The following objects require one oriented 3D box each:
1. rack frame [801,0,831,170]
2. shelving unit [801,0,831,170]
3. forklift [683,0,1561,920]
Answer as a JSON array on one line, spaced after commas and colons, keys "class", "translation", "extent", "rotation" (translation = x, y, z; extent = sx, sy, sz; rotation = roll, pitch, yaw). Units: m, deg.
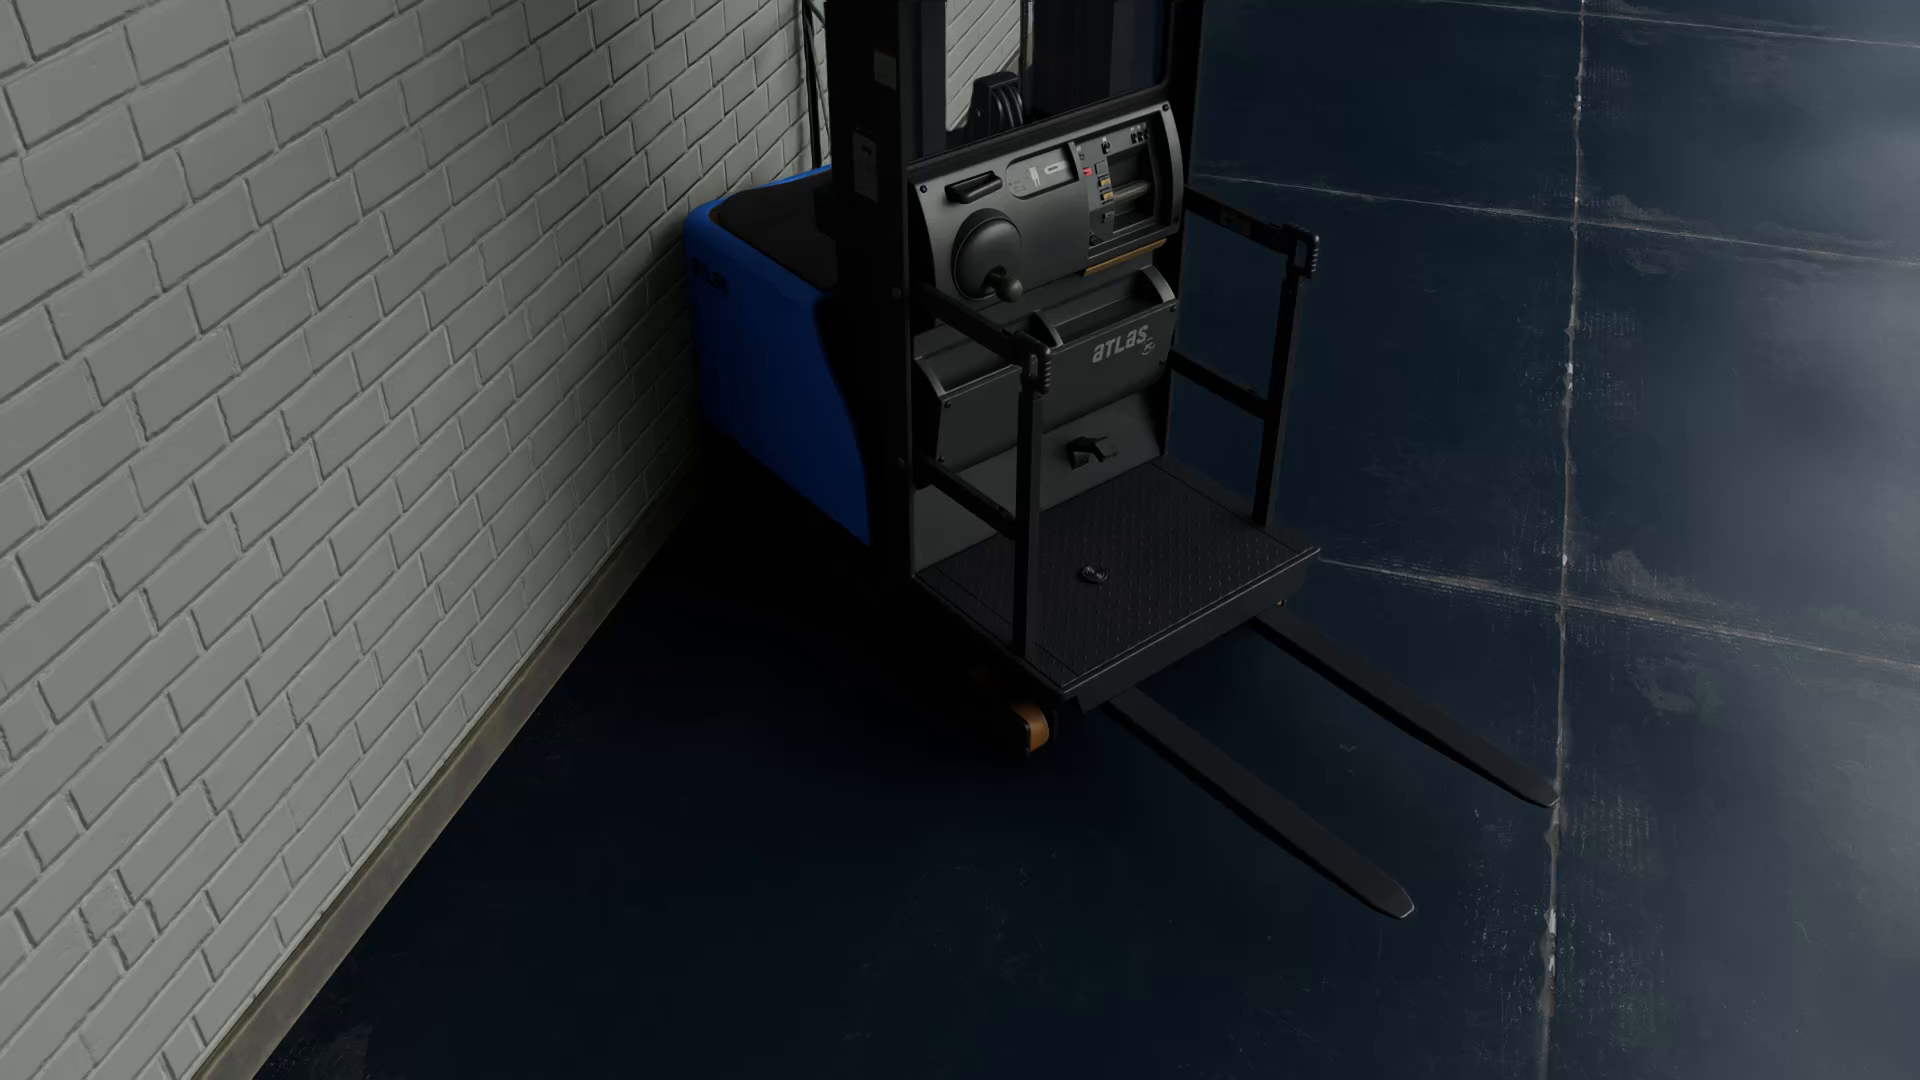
[{"class": "rack frame", "translation": [-0.488, -1.313, 6.236], "extent": [0.032, 1.500, 0.500], "rotation": [-10, 34, -13]}, {"class": "shelving unit", "translation": [0.009, -1.397, 6.352], "extent": [1.083, 1.500, 0.587], "rotation": [-10, 34, -13]}, {"class": "forklift", "translation": [0.398, -0.887, 4.483], "extent": [1.130, 2.935, 3.031], "rotation": [-26, 43, -30]}]
